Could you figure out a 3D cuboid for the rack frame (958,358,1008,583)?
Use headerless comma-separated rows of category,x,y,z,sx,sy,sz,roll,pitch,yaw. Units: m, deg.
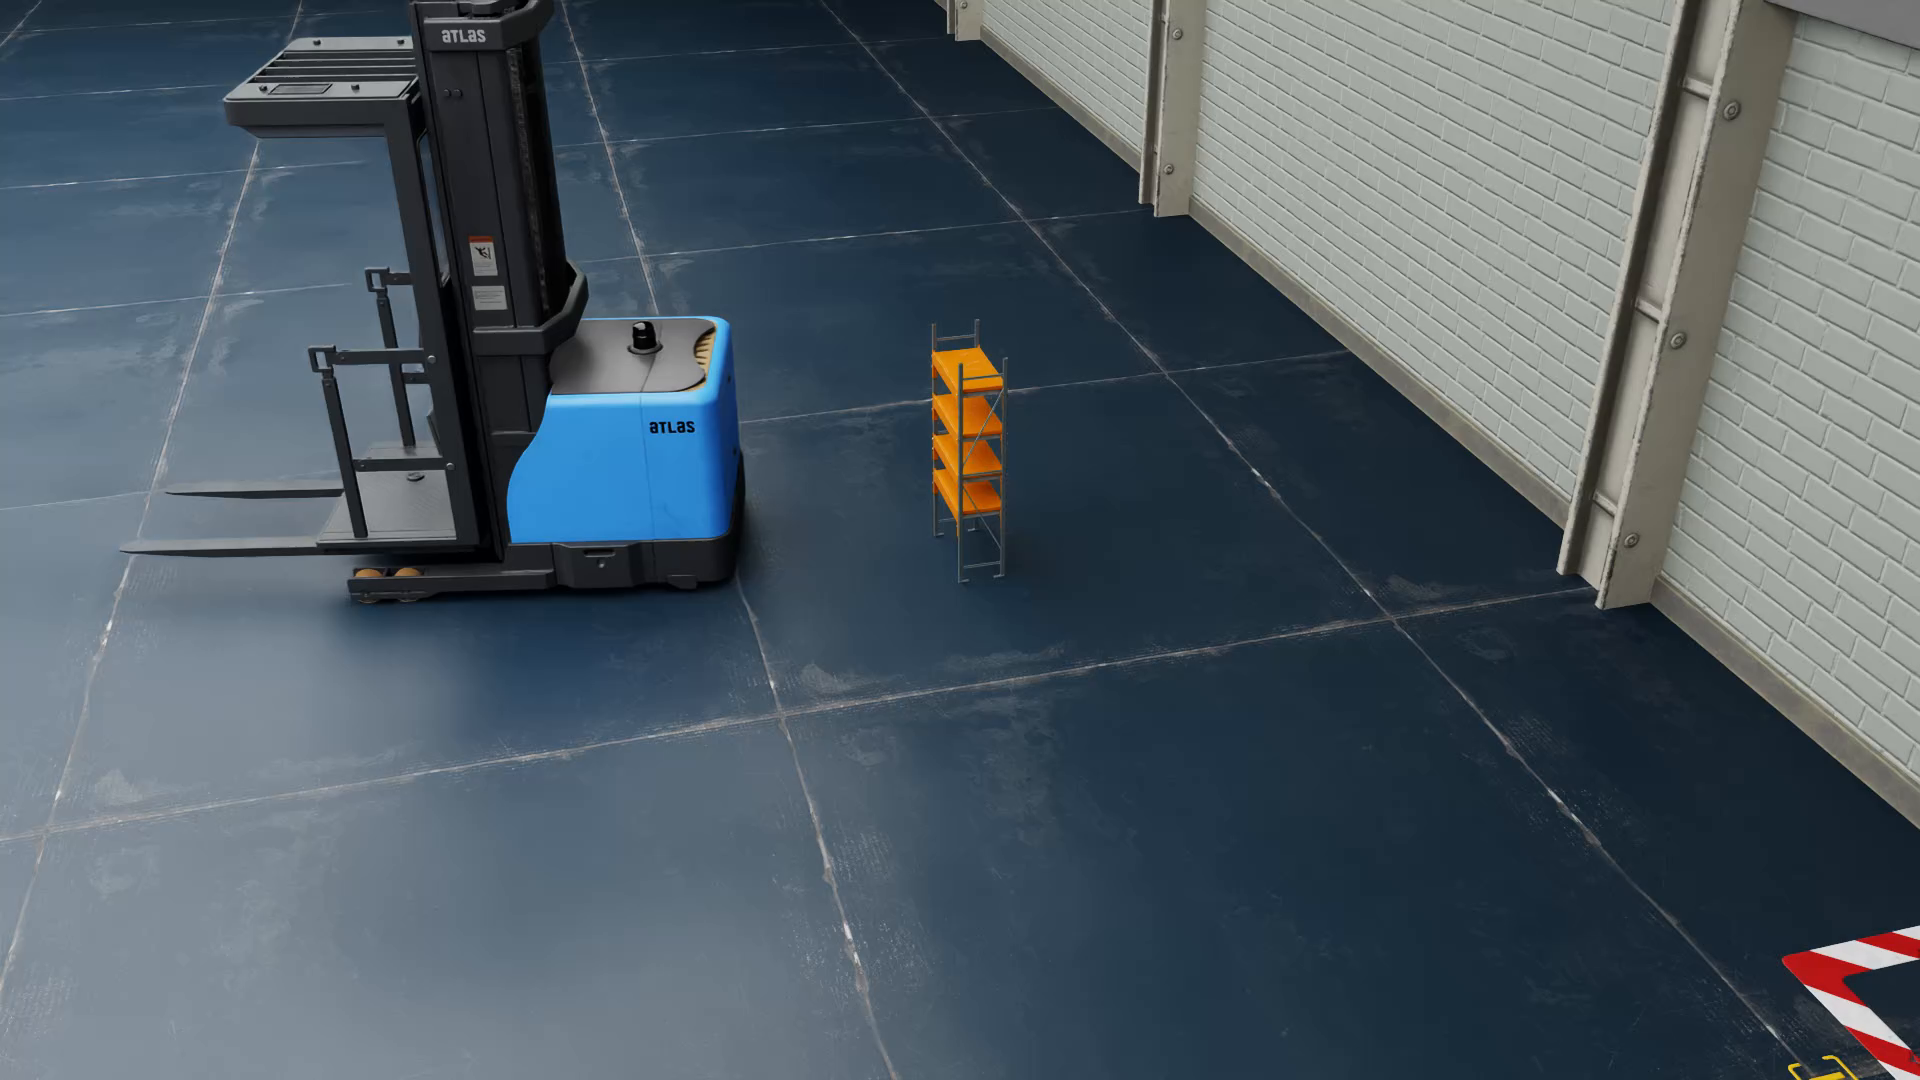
rack frame,0.109,-0.321,8.108,0.240,1.200,0.015,-8,31,-13

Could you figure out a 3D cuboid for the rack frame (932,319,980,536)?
rack frame,-0.021,-0.557,8.515,0.240,1.200,0.015,-8,31,-13

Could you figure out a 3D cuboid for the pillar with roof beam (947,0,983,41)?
pillar with roof beam,-4.094,-8.892,15.129,9.100,9.000,0.400,-8,31,-13

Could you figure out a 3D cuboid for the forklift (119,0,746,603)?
forklift,-2.663,-1.229,7.947,3.031,2.935,1.130,-1,30,-2

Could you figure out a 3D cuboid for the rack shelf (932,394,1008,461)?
rack shelf,0.044,-0.575,8.233,0.258,0.148,0.480,-8,31,-13

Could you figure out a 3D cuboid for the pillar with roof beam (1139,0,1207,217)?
pillar with roof beam,-2.502,-5.994,10.123,9.100,9.000,0.400,-8,31,-13

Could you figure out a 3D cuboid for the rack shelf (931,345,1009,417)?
rack shelf,0.044,-0.779,8.114,0.258,0.148,0.480,-8,31,-13

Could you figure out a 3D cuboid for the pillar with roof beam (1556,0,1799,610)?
pillar with roof beam,-0.909,-3.096,5.116,9.100,9.000,0.400,-8,31,-13

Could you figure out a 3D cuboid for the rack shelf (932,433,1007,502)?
rack shelf,0.044,-0.381,8.345,0.258,0.148,0.480,-8,31,-13

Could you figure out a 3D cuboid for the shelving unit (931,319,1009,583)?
shelving unit,0.044,-0.439,8.311,0.258,1.200,0.503,-8,31,-13

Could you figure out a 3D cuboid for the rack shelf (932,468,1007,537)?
rack shelf,0.044,-0.209,8.444,0.258,0.148,0.480,-8,31,-13
